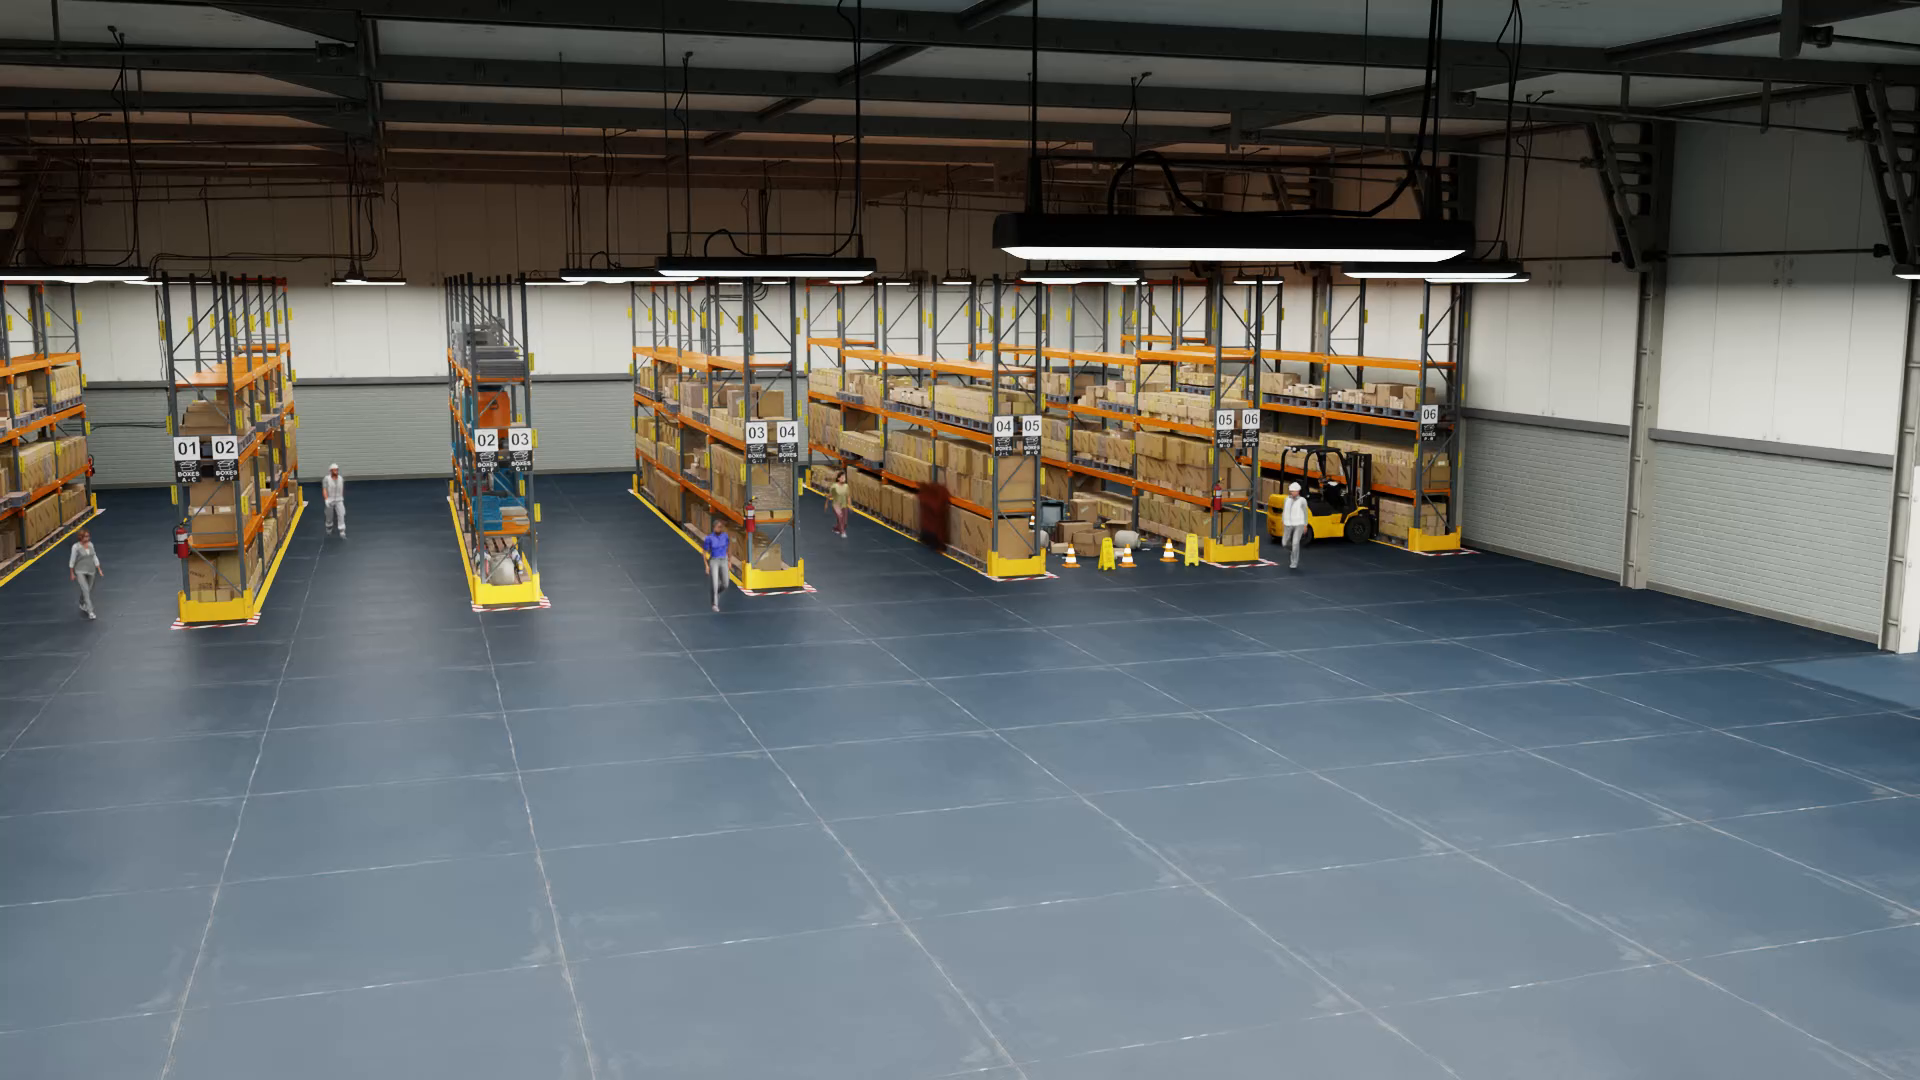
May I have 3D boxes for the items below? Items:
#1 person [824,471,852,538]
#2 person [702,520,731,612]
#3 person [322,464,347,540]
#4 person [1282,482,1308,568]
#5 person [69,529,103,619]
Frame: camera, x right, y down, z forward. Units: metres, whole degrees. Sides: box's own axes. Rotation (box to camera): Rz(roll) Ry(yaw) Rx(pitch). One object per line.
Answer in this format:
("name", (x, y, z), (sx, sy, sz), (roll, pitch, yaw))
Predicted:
("person", (-2.668, -0.803, 36.838), (0.524, 1.440, 1.081), (-5, 10, -27))
("person", (-4.384, 0.435, 29.880), (0.539, 1.639, 0.554), (-5, 10, -29))
("person", (-14.301, -0.878, 37.996), (0.490, 1.743, 1.071), (-4, 10, -27))
("person", (6.941, -0.328, 34.381), (0.559, 1.755, 0.761), (6, 10, 33))
("person", (-15.317, 0.584, 29.106), (1.013, 1.494, 0.480), (8, 12, 41))
